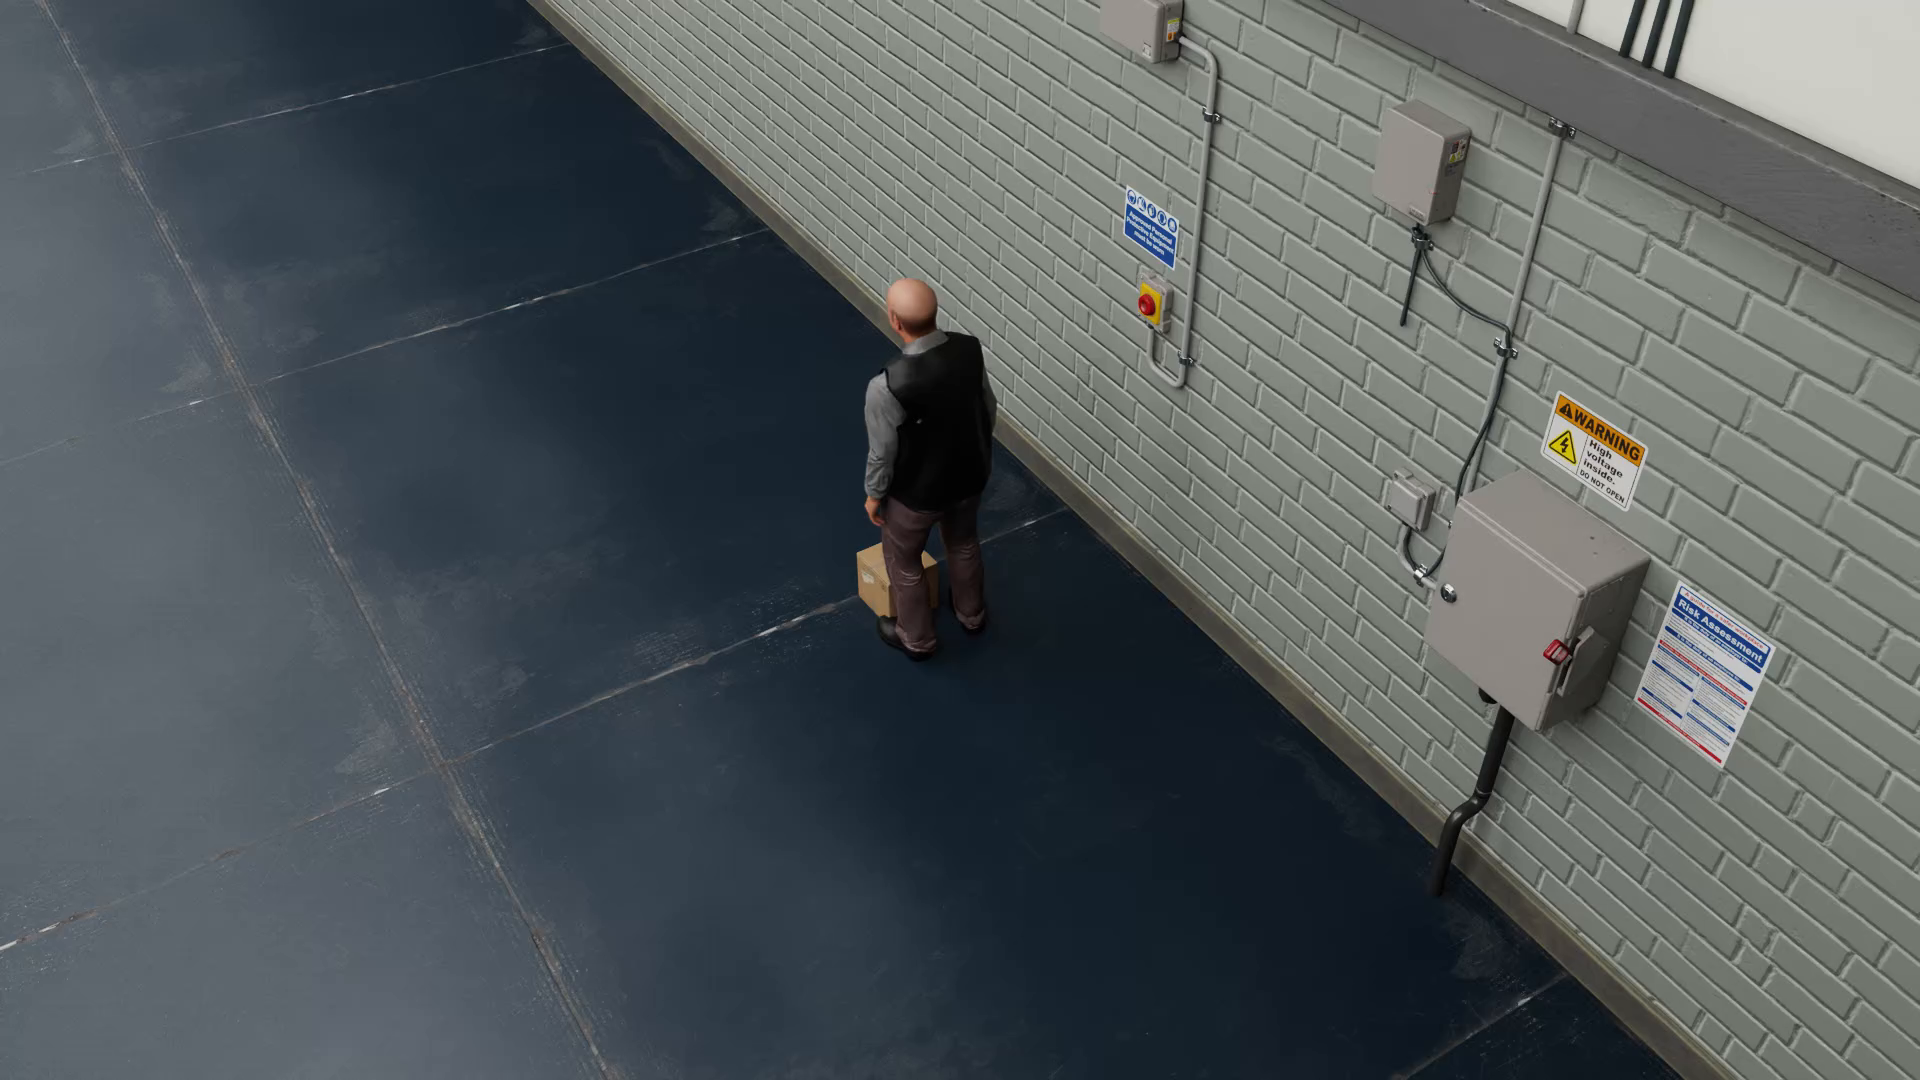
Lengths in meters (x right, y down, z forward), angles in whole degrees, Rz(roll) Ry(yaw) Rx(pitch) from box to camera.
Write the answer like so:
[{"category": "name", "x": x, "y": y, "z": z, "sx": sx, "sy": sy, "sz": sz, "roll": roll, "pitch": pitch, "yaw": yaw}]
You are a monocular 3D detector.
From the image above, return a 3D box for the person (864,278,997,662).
[{"category": "person", "x": -0.109, "y": -0.236, "z": 6.453, "sx": 0.586, "sy": 1.720, "sz": 0.423, "roll": -25, "pitch": 46, "yaw": -26}]
